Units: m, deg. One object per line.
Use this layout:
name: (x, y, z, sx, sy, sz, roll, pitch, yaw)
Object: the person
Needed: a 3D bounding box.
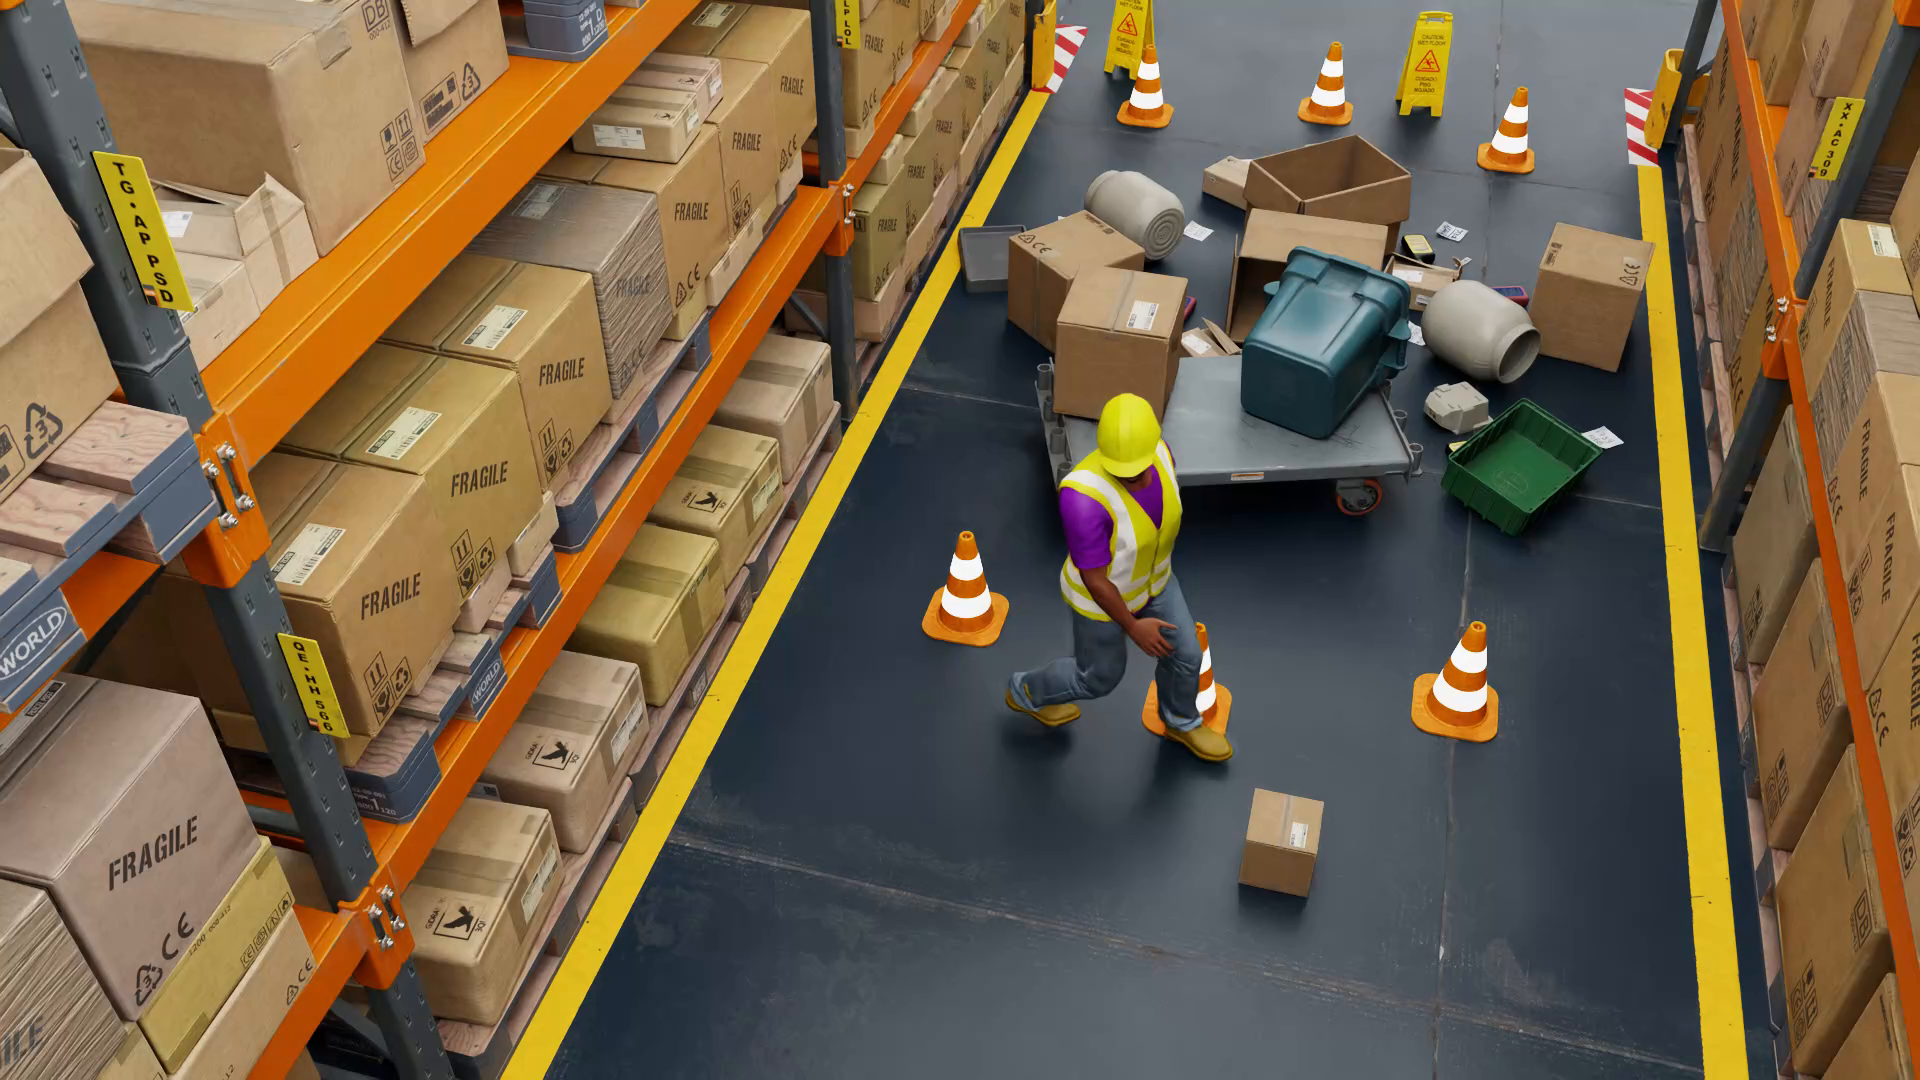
person: (0.586, 0.149, 5.959, 0.822, 1.711, 0.604, 32, 50, 32)
